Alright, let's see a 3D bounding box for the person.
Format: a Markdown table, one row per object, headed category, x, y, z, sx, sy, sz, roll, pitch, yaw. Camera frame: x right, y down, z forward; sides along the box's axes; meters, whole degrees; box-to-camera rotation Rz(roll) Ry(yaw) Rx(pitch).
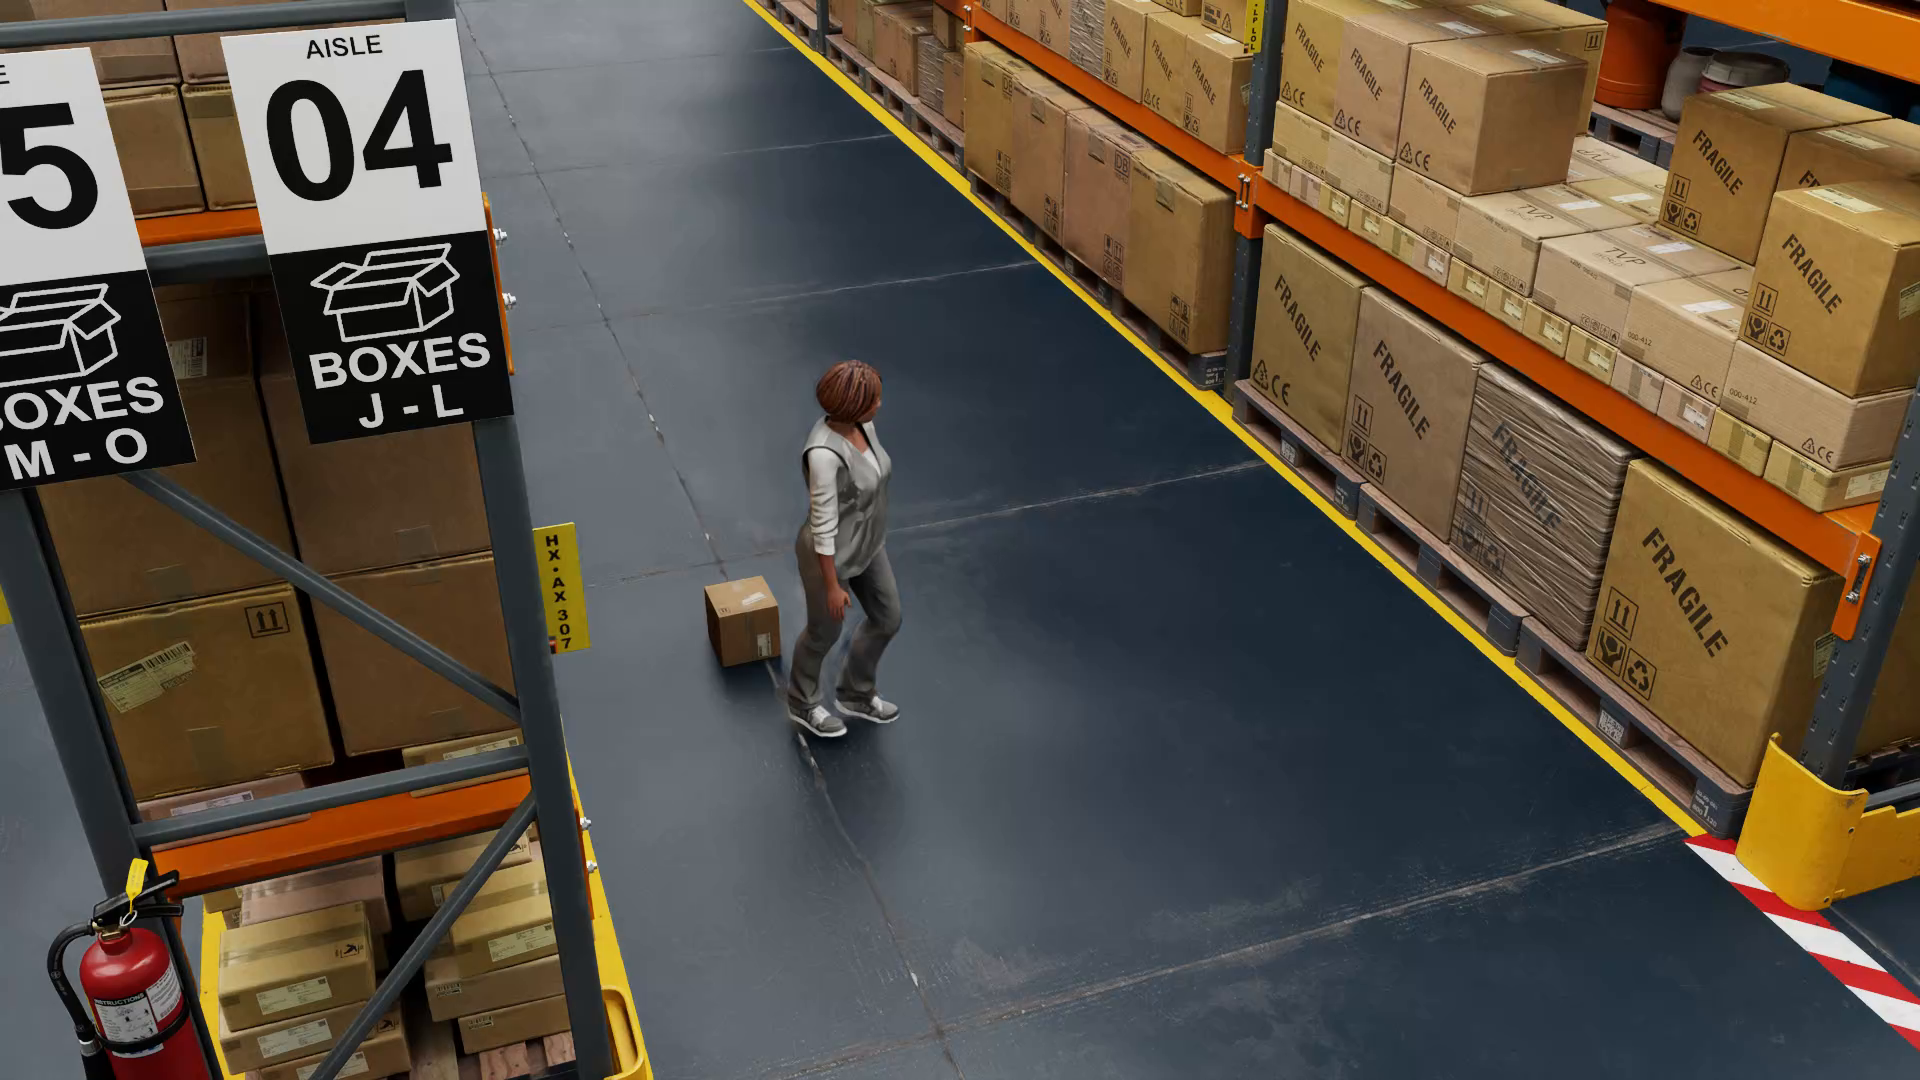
| category | x | y | z | sx | sy | sz | roll | pitch | yaw |
| --- | --- | --- | --- | --- | --- | --- | --- | --- | --- |
| person | -0.461 | 0.069 | 6.027 | 0.441 | 1.600 | 0.455 | 13 | 33 | 21 |
